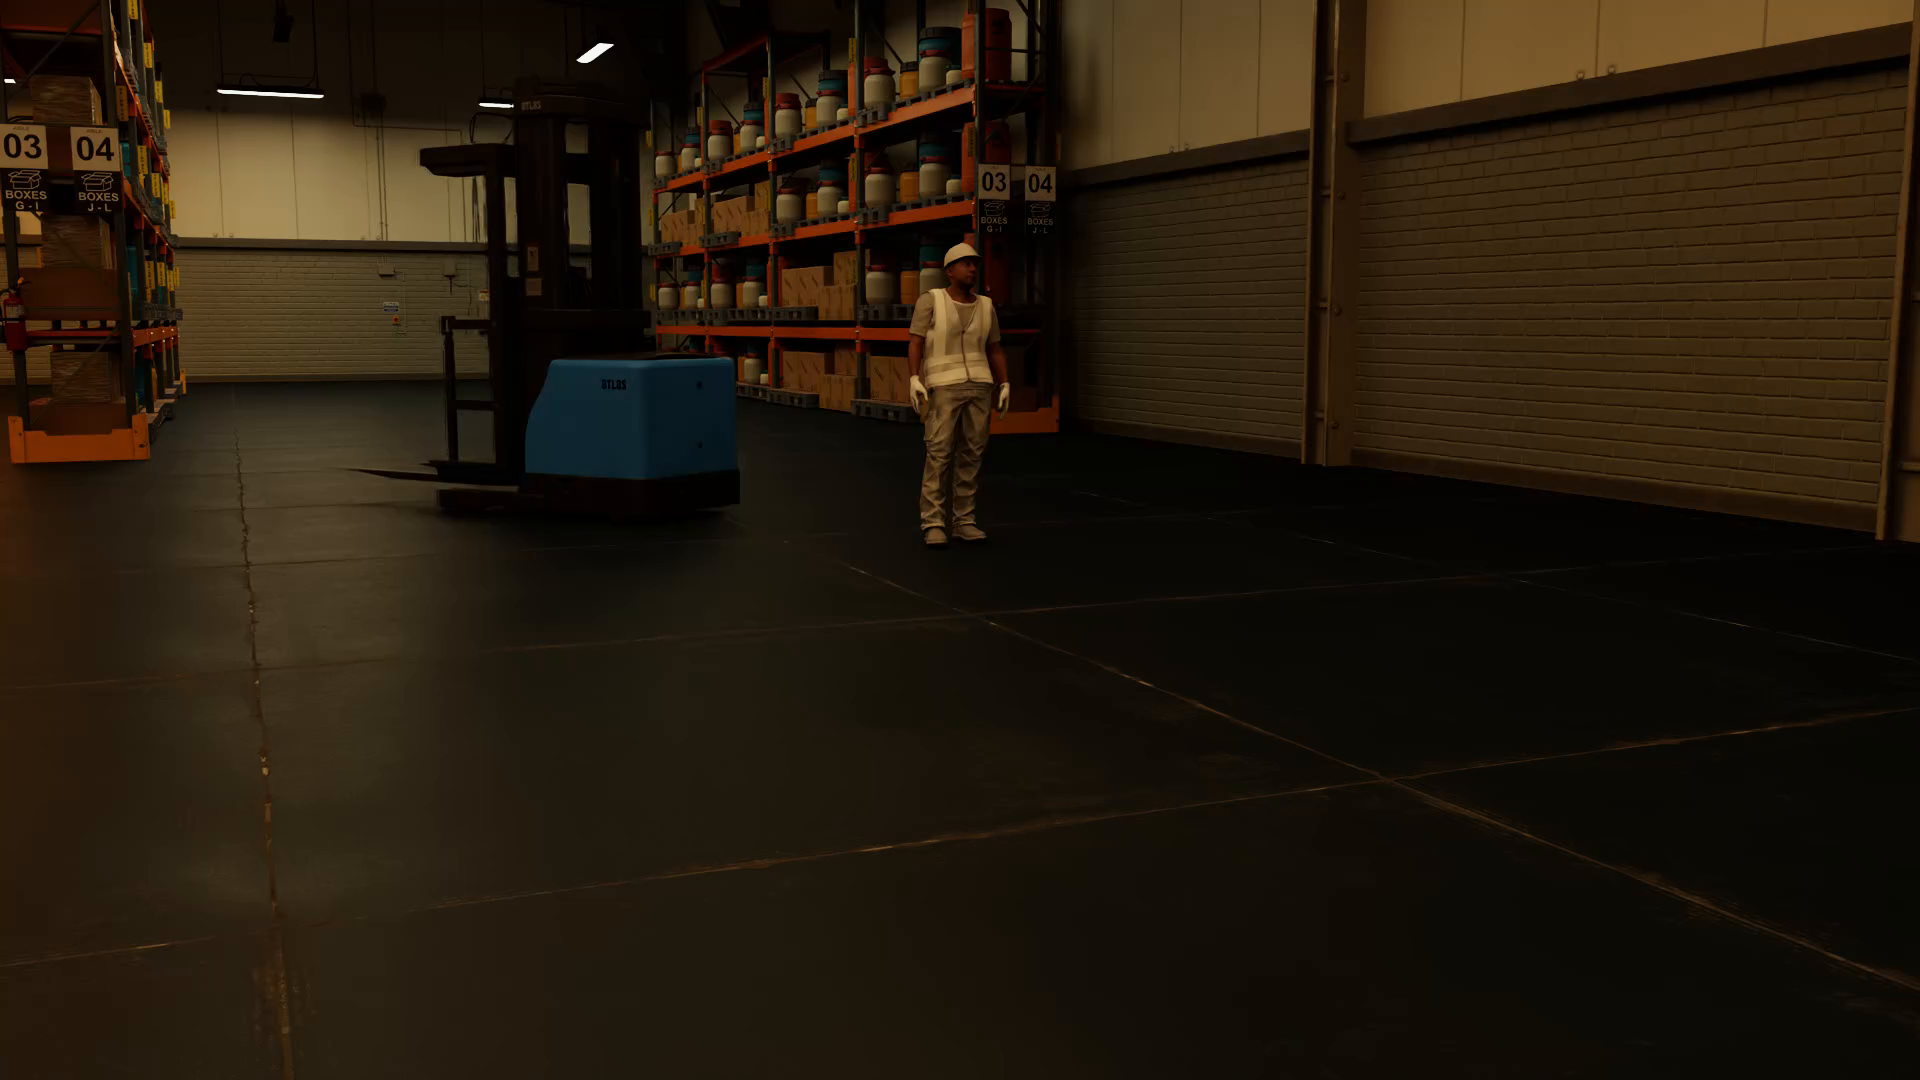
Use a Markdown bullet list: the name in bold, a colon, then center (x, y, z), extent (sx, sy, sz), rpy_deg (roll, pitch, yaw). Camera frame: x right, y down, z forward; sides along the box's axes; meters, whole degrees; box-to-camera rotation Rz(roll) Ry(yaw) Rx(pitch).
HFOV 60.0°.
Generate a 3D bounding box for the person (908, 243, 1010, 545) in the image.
- **person**: center (0.021, -0.882, 9.967), extent (0.657, 1.785, 0.575), rpy_deg (-3, 8, -23)

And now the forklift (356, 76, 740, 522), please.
- **forklift**: center (-3.052, -1.690, 11.756), extent (3.031, 2.935, 1.130), rpy_deg (5, 9, 31)
